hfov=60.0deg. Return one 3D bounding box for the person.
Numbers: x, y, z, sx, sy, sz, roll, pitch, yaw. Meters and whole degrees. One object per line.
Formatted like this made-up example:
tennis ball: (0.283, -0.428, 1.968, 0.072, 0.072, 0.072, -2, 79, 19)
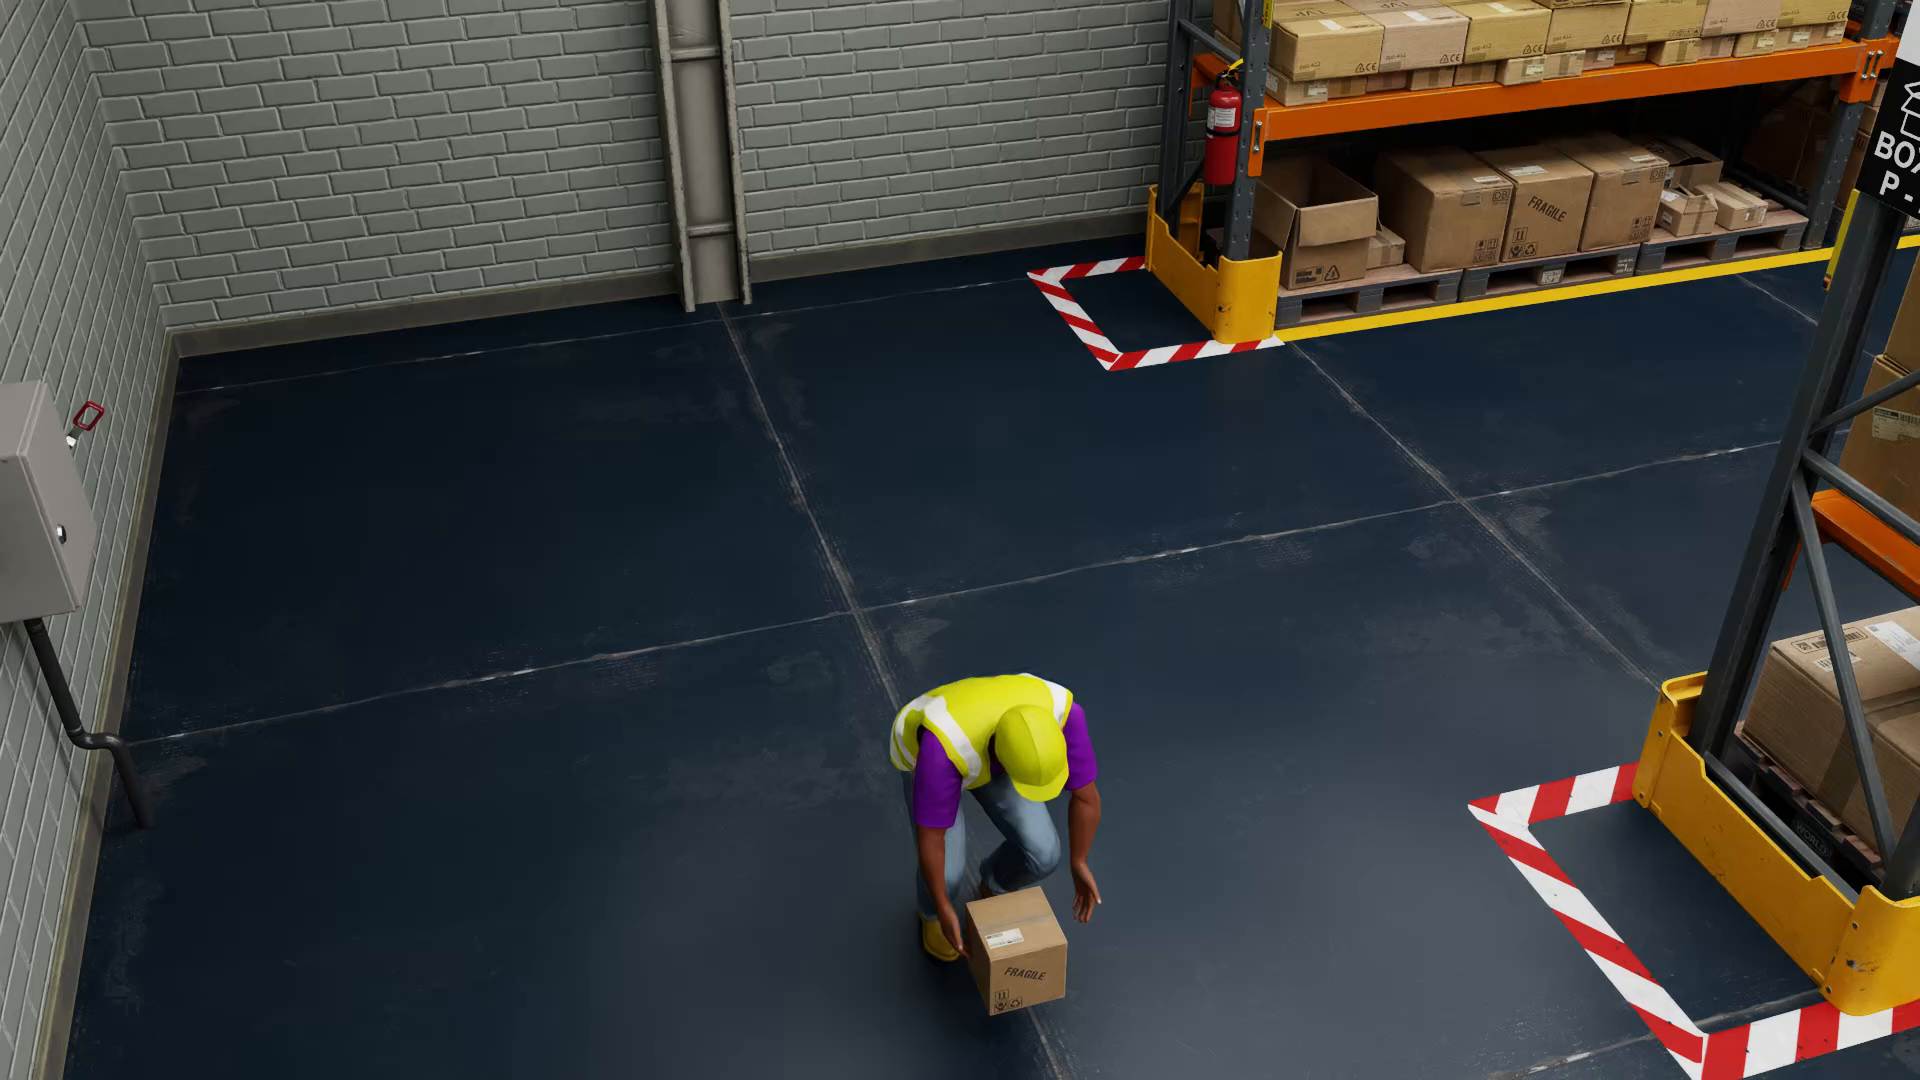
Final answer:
person: (0.105, 0.840, 5.368, 0.620, 1.207, 0.839, -10, 35, -15)
